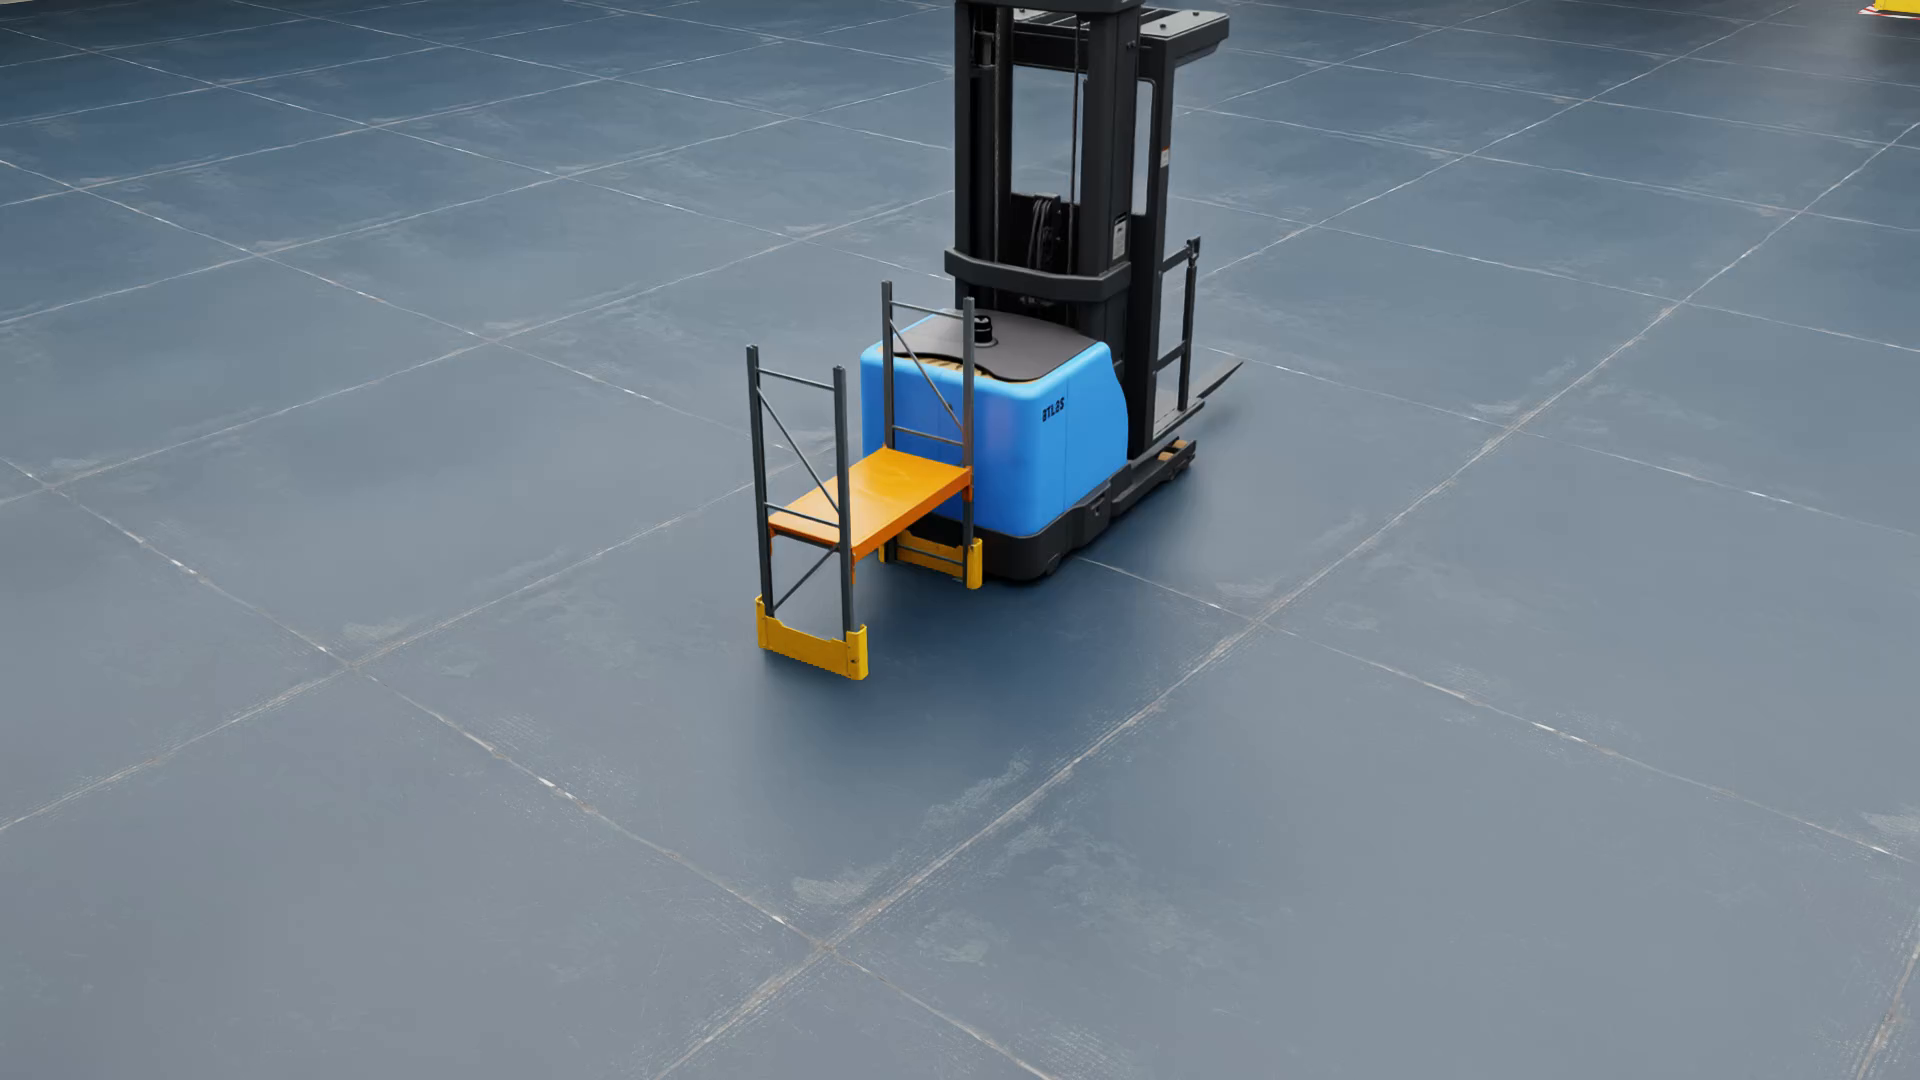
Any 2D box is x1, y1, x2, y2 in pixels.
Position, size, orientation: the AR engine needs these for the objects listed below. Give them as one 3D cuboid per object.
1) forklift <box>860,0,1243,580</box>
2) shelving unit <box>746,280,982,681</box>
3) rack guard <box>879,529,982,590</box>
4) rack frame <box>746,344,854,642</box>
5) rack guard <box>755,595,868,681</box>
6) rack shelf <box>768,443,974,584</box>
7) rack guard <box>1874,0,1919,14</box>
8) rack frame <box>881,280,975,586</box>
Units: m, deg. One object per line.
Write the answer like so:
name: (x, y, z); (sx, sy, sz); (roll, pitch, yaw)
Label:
forklift: (0.697, -1.736, 8.916); (1.130, 2.935, 3.031); (16, 31, 28)
shelving unit: (-0.418, -0.306, 7.709); (0.587, 1.500, 1.083); (16, 31, 28)
rack guard: (-0.153, 0.055, 8.371); (0.587, 0.250, 0.087); (16, 31, 28)
rack frame: (-0.692, -0.104, 7.319); (0.500, 1.500, 0.032); (16, 31, 28)
rack guard: (-0.682, 0.443, 7.621); (0.587, 0.250, 0.087); (16, 31, 28)
rack shelf: (-0.423, -0.143, 7.785); (0.538, 0.185, 1.000); (16, 31, 28)
rack guard: (13.114, -7.418, 22.546); (1.175, 0.500, 0.348); (21, 34, 34)
rack frame: (-0.153, -0.500, 8.085); (0.500, 1.500, 0.032); (16, 31, 28)
